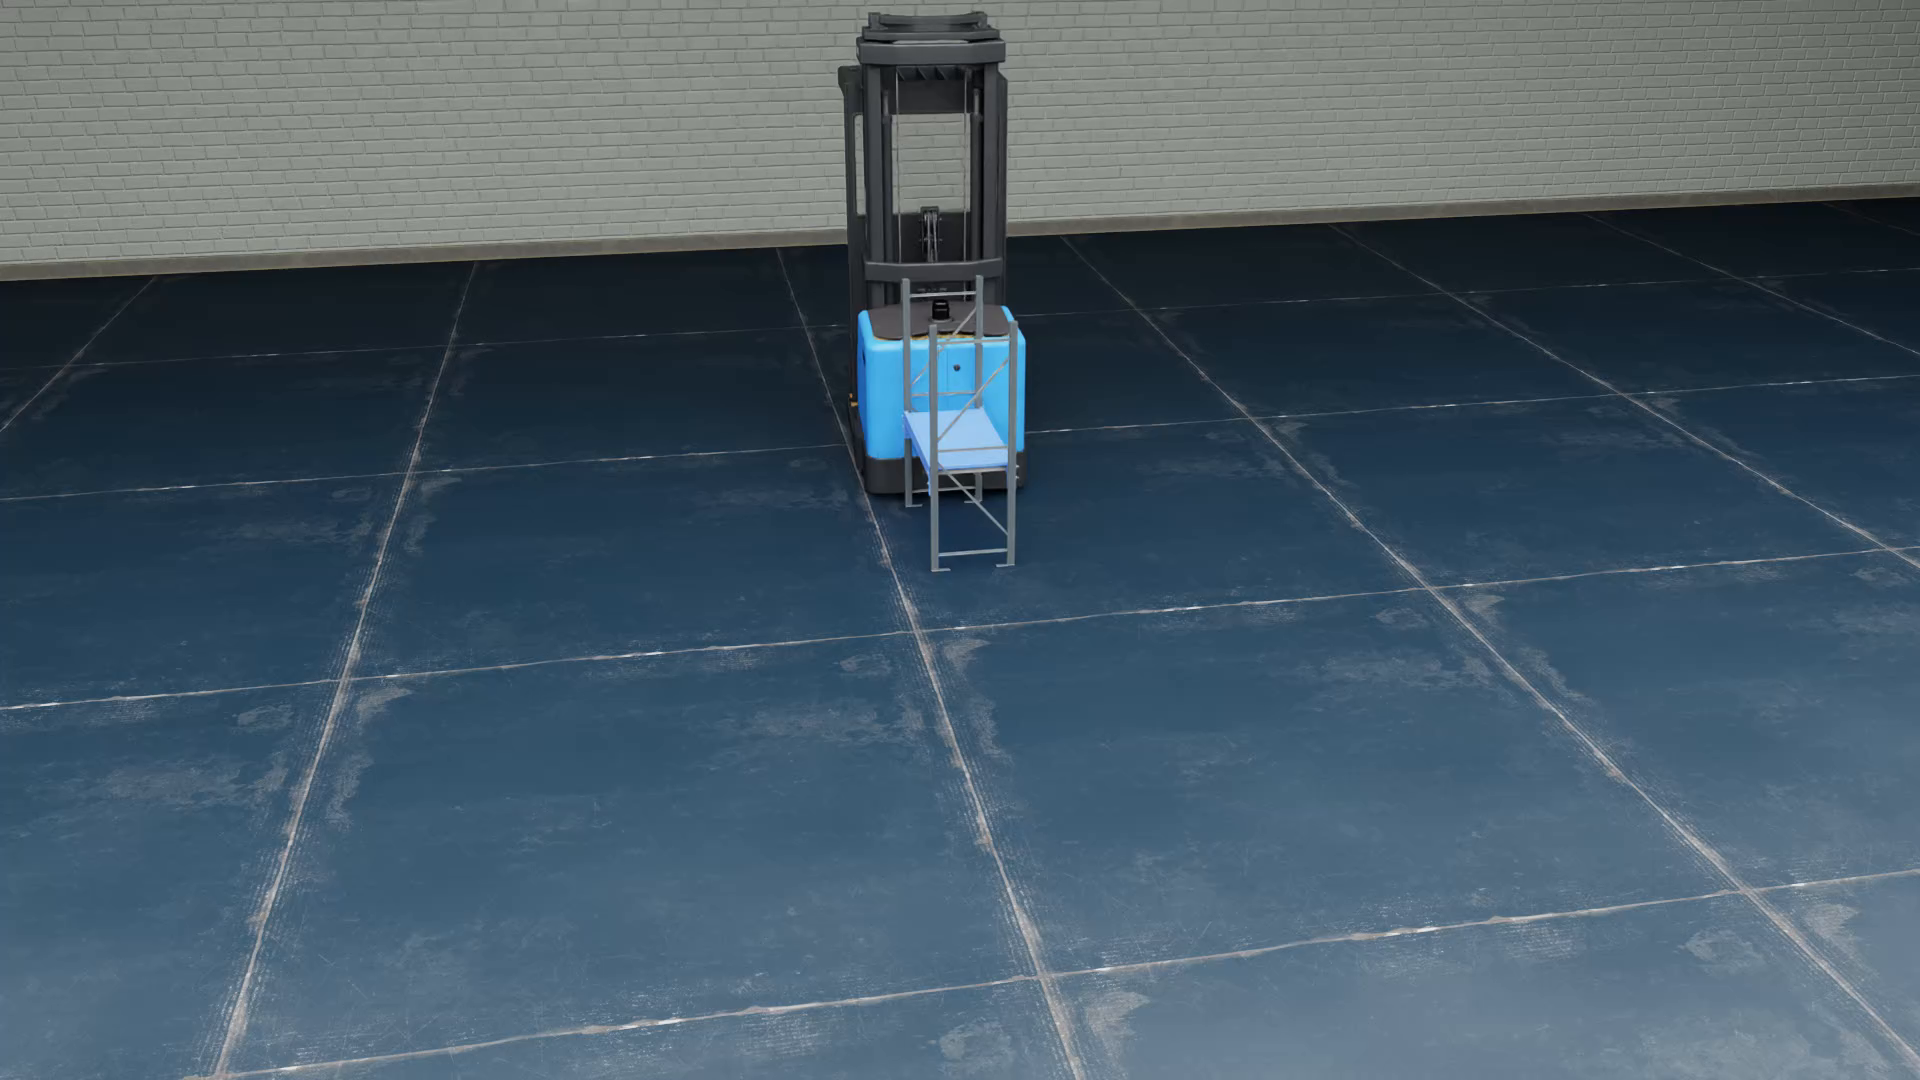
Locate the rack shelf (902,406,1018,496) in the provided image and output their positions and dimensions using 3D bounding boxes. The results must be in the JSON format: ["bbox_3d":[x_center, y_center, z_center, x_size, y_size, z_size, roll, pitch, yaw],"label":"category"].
[{"bbox_3d":[-0.015,-0.554,10.094,0.538,0.185,1.000,-4,24,-9],"label":"rack shelf"}]

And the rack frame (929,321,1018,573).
[{"bbox_3d":[0.076,-0.519,9.563,0.500,1.500,0.032,-4,24,-9],"label":"rack frame"}]

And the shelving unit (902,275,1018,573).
[{"bbox_3d":[-0.015,-0.719,10.022,0.538,1.500,1.048,-4,24,-9],"label":"shelving unit"}]

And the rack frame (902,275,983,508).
[{"bbox_3d":[-0.106,-0.919,10.480,0.500,1.500,0.032,-4,24,-9],"label":"rack frame"}]

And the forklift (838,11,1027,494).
[{"bbox_3d":[-0.258,-2.196,11.617,1.130,2.935,3.031,-3,24,-6],"label":"forklift"}]
